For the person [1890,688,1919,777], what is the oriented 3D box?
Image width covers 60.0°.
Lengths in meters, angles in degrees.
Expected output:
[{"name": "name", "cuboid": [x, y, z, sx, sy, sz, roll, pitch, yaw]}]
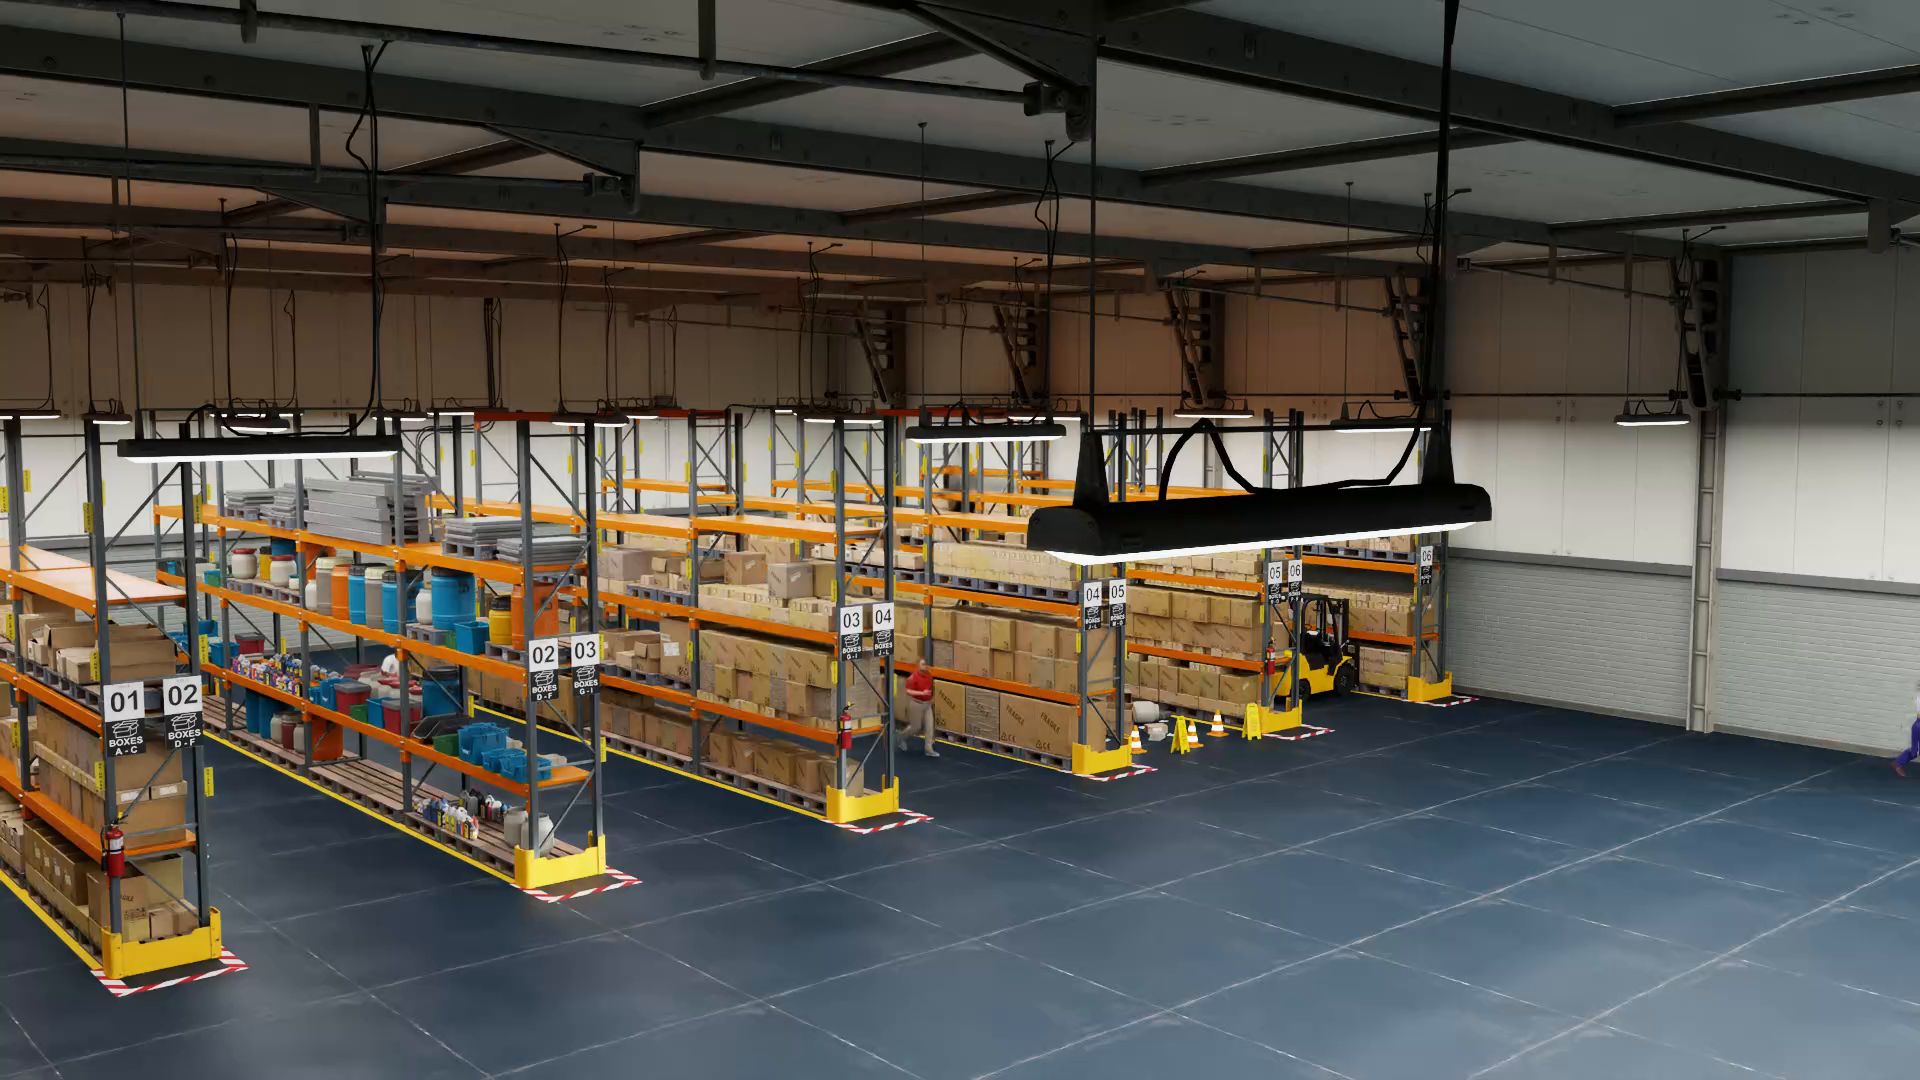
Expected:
[{"name": "person", "cuboid": [15.726, 3.099, 27.102, 0.598, 1.645, 0.930, -4, 6, -37]}]

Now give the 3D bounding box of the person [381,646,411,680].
[{"name": "person", "cuboid": [-10.456, 2.737, 31.029, 0.660, 1.761, 0.667, 5, 7, 42]}]

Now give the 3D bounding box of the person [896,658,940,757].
[{"name": "person", "cuboid": [-0.711, 2.909, 29.048, 0.911, 1.700, 0.675, 5, 7, 44]}]
